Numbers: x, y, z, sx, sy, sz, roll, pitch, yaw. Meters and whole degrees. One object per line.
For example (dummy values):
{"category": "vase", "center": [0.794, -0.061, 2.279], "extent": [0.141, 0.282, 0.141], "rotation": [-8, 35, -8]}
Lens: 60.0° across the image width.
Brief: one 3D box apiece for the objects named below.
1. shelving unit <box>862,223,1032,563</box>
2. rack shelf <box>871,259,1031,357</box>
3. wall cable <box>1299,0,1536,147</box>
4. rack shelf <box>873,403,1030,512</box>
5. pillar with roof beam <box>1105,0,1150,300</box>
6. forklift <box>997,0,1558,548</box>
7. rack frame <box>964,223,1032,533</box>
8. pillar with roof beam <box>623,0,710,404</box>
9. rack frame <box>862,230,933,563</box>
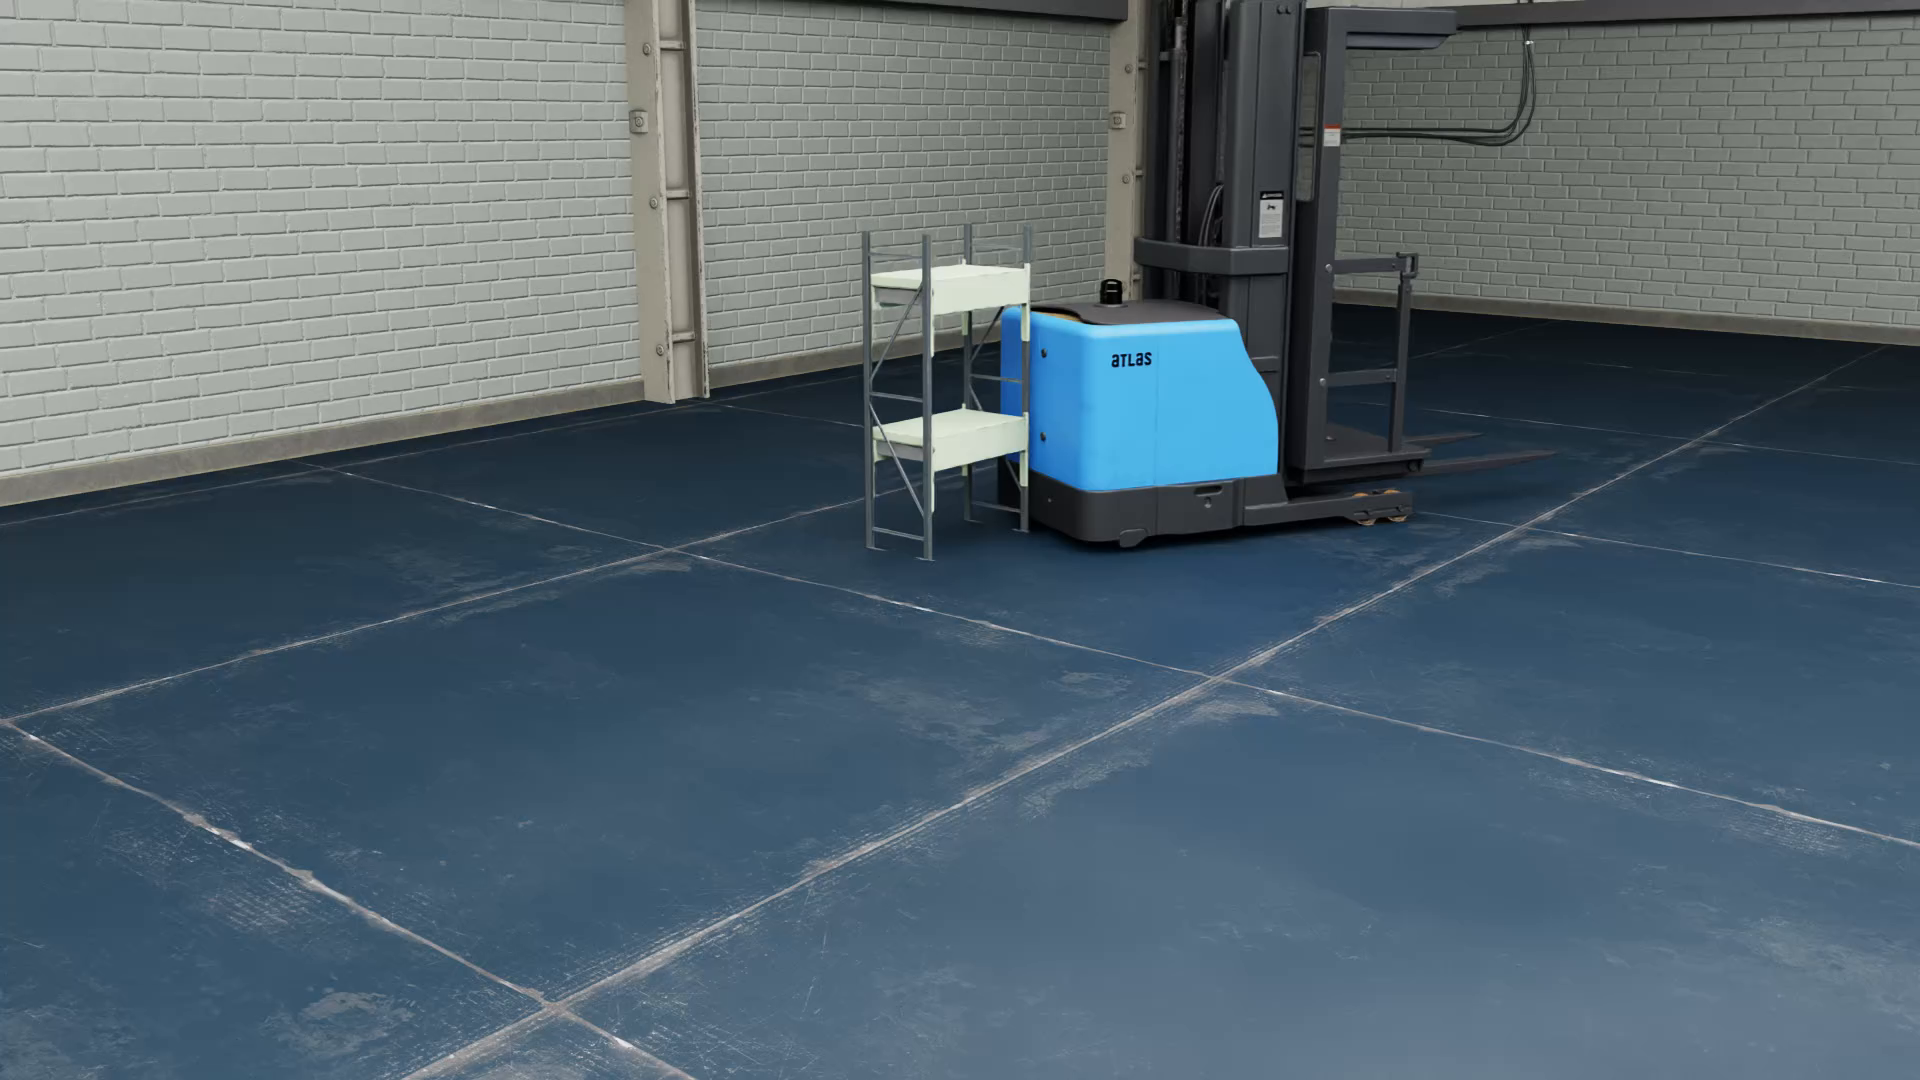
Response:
{"category": "shelving unit", "center": [-0.054, -0.723, 7.924], "extent": [0.431, 1.500, 0.755], "rotation": [12, 18, 38]}
{"category": "rack shelf", "center": [-0.054, -1.102, 7.828], "extent": [0.431, 0.370, 0.720], "rotation": [12, 18, 38]}
{"category": "wall cable", "center": [4.564, -5.408, 17.443], "extent": [3.097, 2.526, 0.112], "rotation": [11, 18, 38]}
{"category": "rack shelf", "center": [-0.054, -0.407, 8.004], "extent": [0.431, 0.370, 0.720], "rotation": [12, 18, 38]}
{"category": "pillar with roof beam", "center": [5.033, -5.888, 13.023], "extent": [9.100, 9.000, 0.400], "rotation": [11, 18, 38]}
{"category": "forklift", "center": [1.756, -1.603, 8.480], "extent": [3.031, 2.935, 1.130], "rotation": [-6, 16, -23]}
{"category": "rack frame", "center": [0.180, -0.793, 8.197], "extent": [0.400, 1.500, 0.023], "rotation": [12, 18, 38]}
{"category": "pillar with roof beam", "center": [1.262, -4.739, 8.500], "extent": [9.100, 9.000, 0.400], "rotation": [11, 18, 38]}
{"category": "rack frame", "center": [-0.288, -0.654, 7.652], "extent": [0.400, 1.500, 0.023], "rotation": [12, 18, 38]}
